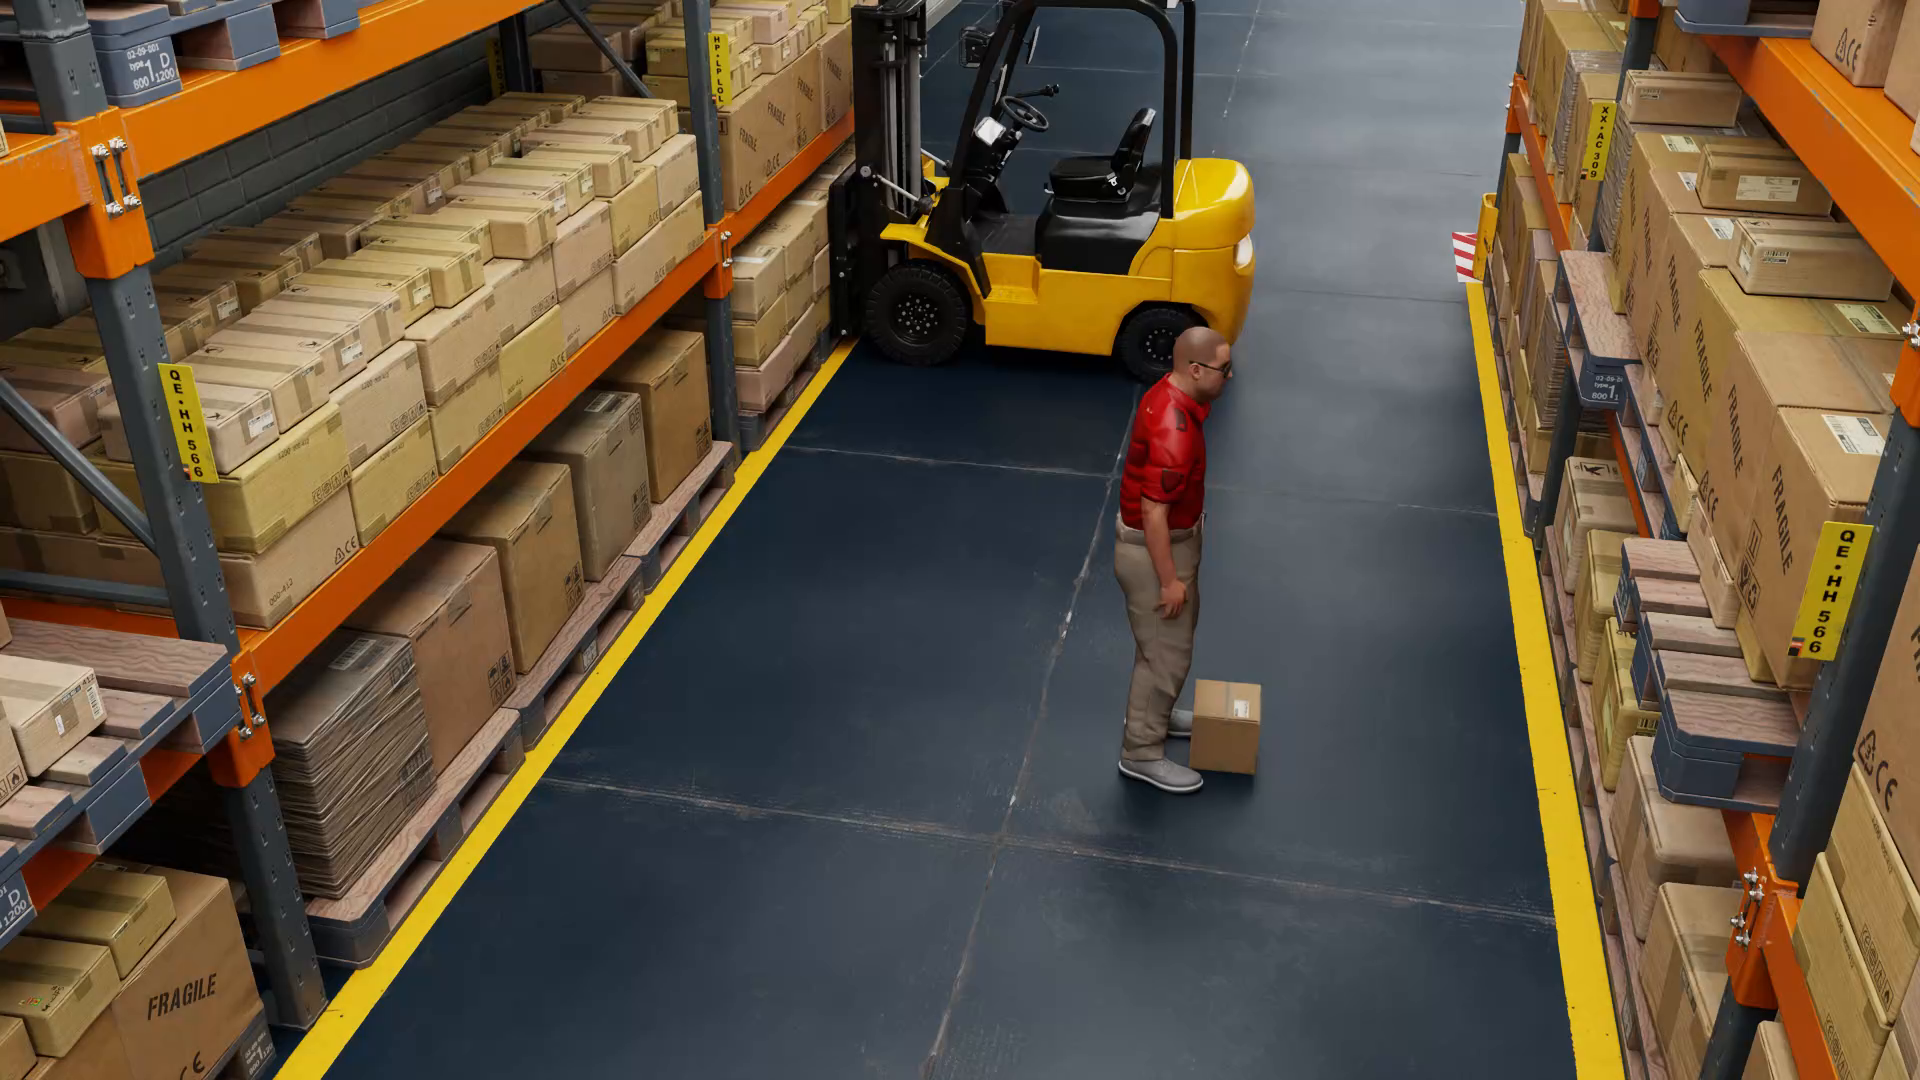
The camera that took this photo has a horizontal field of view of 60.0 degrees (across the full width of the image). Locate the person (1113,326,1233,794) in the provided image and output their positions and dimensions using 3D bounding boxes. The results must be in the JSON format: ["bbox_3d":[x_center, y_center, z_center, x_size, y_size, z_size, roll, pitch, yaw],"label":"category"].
[{"bbox_3d":[0.761,0.046,6.056,0.393,1.725,0.593,4,29,8],"label":"person"}]
